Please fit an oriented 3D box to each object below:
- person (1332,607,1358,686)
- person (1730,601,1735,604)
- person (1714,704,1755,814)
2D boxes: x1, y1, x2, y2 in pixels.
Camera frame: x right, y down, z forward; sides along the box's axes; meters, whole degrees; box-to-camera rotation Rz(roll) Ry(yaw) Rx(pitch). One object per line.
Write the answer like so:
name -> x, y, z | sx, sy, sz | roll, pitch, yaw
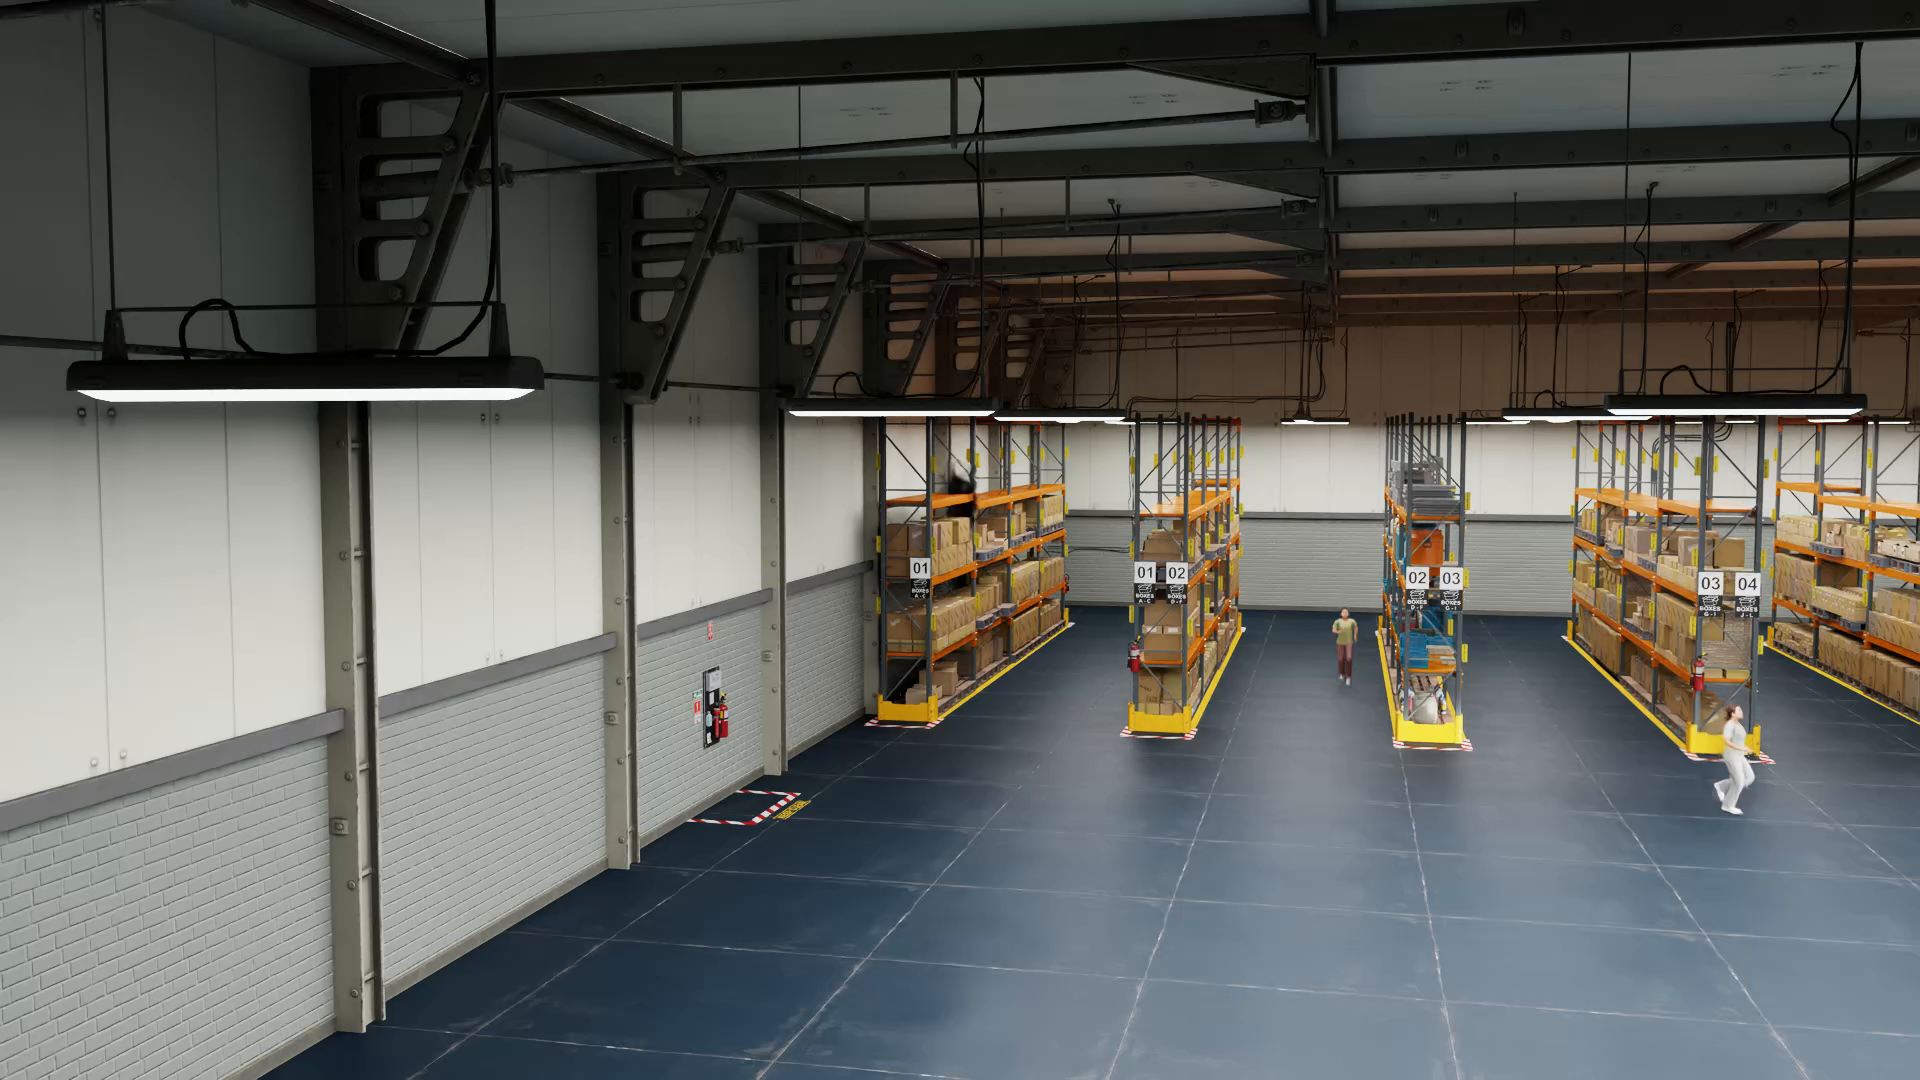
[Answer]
person -> 8.614, 2.357, 37.236 | 0.552, 1.716, 0.826 | 1, 4, 13
person -> 19.447, 2.048, 41.369 | 0.666, 1.779, 0.949 | 1, 4, 19
person -> 11.505, 3.238, 24.703 | 0.578, 1.636, 0.601 | 3, 5, 41
